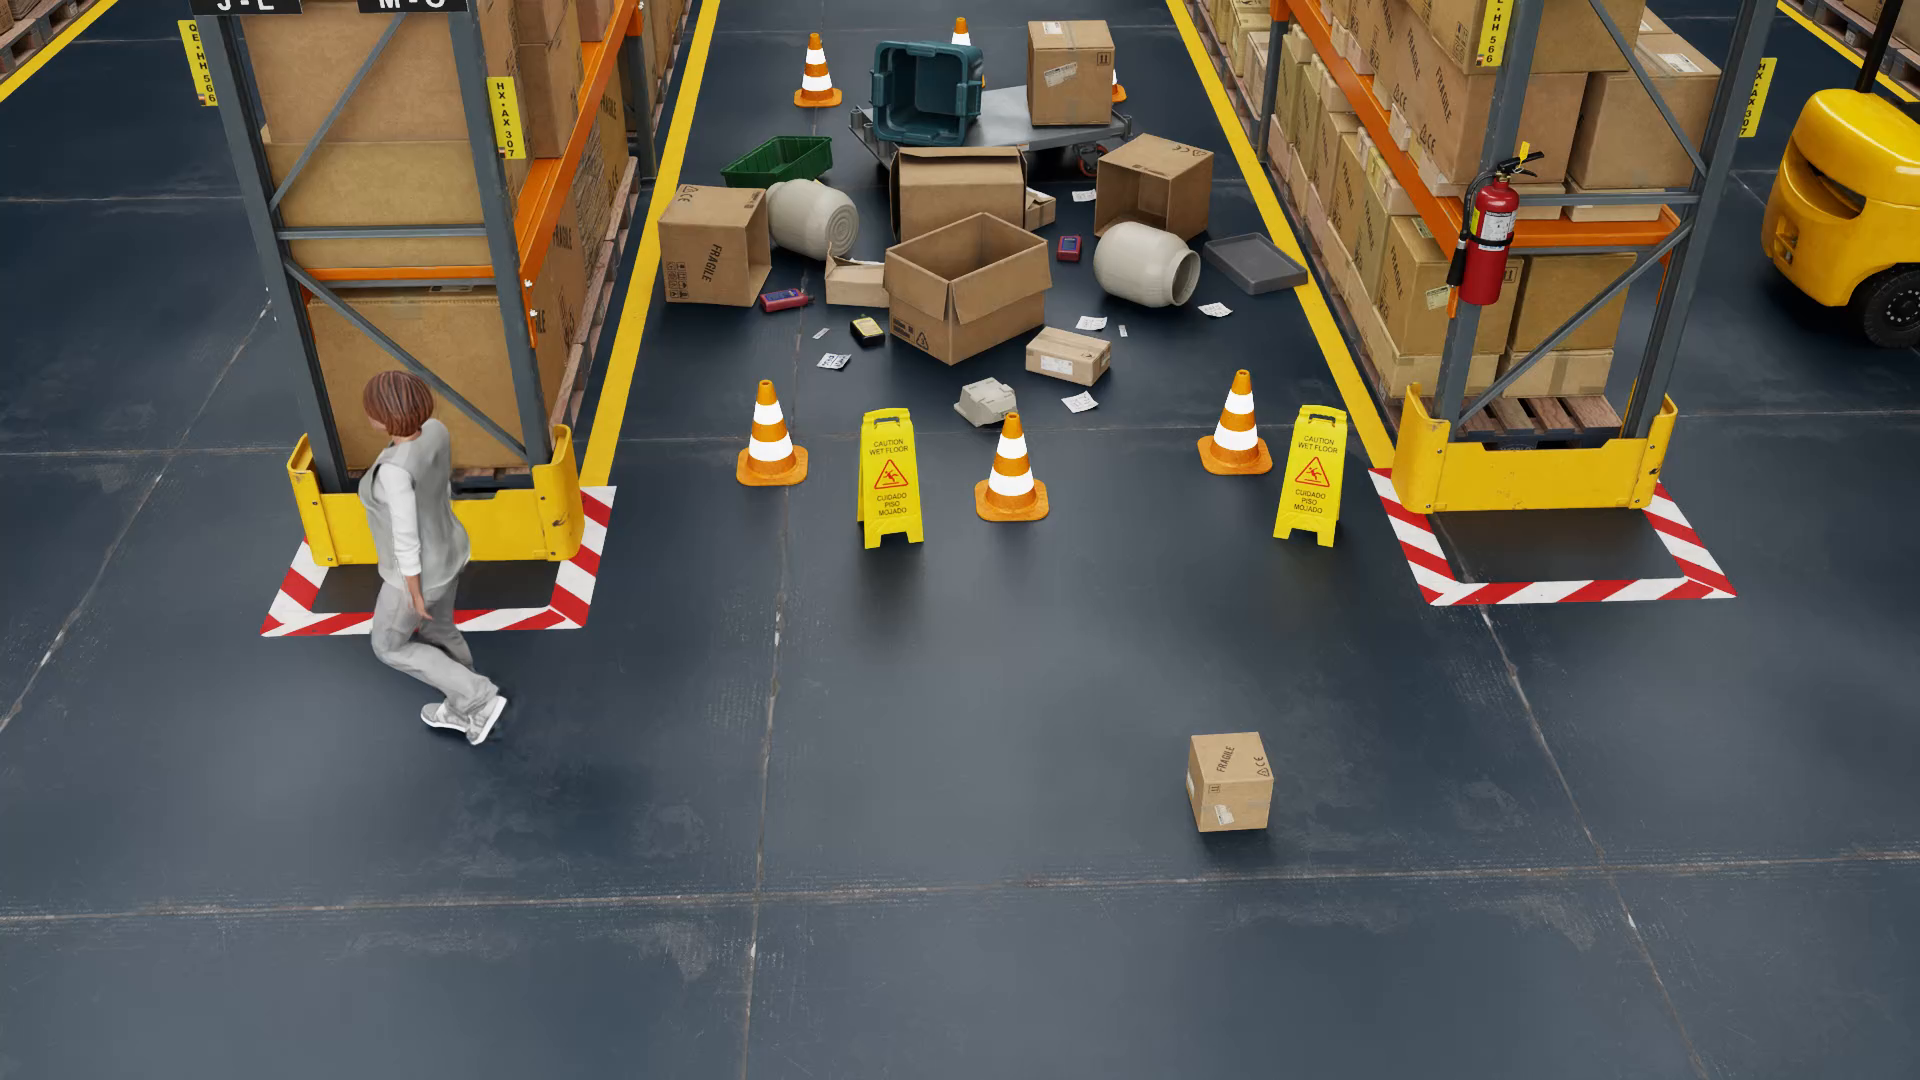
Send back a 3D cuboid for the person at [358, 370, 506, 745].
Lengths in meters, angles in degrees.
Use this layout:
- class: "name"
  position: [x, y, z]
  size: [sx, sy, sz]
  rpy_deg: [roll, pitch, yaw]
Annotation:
- class: "person"
  position: [-1.902, 0.098, 5.978]
  size: [0.449, 1.590, 0.414]
  rpy_deg: [7, 36, 9]
